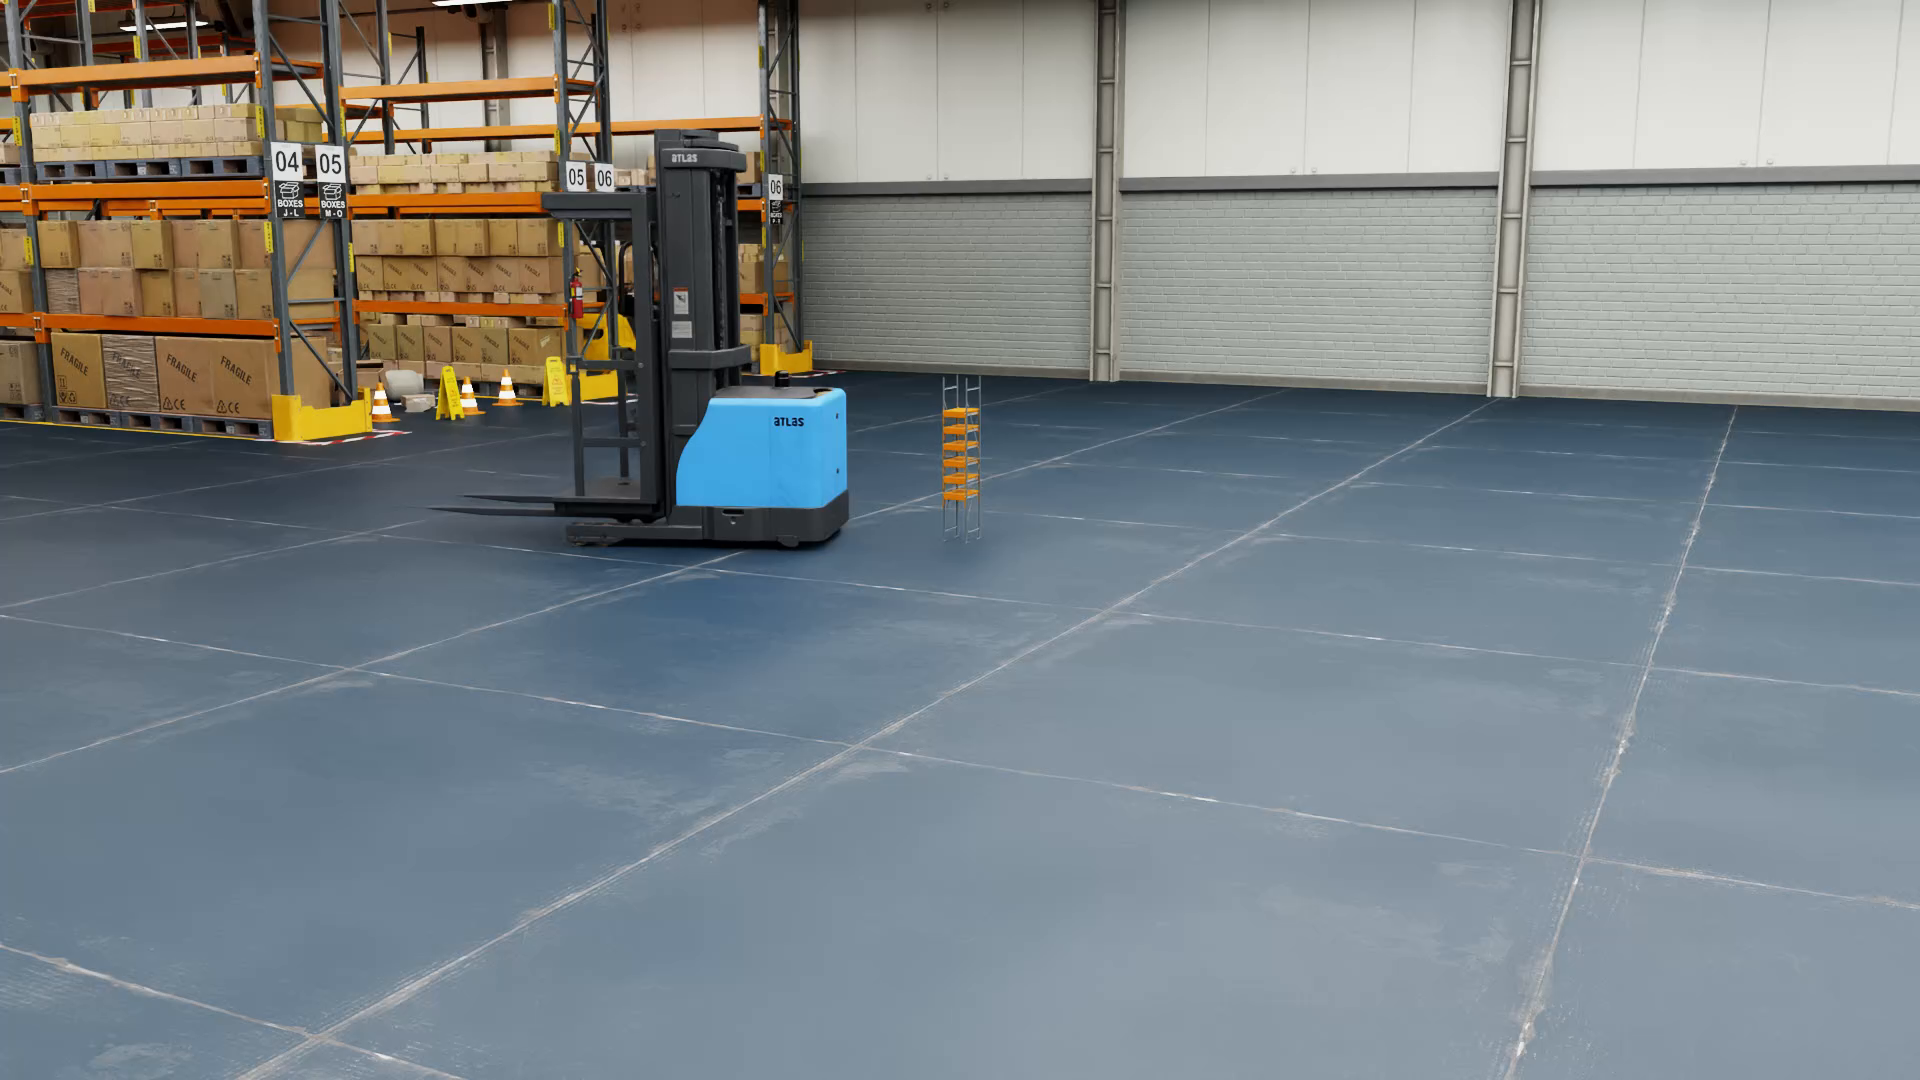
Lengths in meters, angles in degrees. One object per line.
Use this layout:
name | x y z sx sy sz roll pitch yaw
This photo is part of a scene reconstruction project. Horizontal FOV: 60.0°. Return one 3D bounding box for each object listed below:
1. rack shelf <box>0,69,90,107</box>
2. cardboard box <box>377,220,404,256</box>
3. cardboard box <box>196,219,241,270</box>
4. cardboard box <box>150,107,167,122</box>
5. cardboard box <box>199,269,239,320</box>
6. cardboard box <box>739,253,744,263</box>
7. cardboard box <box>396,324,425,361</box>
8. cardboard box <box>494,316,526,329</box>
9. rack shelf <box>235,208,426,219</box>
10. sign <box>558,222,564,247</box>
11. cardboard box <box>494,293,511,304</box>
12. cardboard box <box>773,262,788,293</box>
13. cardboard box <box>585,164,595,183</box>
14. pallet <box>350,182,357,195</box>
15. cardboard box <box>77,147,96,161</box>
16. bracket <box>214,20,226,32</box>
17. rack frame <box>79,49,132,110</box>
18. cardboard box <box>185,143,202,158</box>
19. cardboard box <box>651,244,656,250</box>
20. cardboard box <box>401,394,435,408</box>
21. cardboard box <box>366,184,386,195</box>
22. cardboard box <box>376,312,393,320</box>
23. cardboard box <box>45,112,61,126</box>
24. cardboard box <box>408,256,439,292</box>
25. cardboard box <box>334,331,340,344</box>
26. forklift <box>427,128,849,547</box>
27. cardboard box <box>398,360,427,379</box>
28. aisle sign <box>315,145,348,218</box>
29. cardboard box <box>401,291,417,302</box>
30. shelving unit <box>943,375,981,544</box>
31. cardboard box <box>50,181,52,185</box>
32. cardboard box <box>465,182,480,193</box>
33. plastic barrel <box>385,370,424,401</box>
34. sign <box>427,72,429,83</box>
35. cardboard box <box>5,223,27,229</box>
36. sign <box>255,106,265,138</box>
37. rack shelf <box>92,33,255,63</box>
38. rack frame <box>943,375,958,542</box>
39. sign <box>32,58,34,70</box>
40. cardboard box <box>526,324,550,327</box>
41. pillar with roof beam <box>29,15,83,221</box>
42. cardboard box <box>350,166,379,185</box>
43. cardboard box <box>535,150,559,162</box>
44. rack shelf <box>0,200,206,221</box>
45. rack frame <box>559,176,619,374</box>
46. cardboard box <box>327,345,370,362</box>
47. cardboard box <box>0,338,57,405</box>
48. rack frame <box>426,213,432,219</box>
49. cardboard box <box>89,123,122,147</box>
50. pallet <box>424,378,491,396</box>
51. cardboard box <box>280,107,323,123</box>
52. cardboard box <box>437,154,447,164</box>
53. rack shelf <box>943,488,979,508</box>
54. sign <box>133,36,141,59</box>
rack shelf | -12.563 -5.531 20.664 4.000 0.370 1.077 5 11 26
cardboard box | -7.923 -4.345 23.891 0.500 0.500 0.700 5 11 26
cardboard box | -8.032 -3.326 18.730 0.550 0.550 0.875 5 11 26
cardboard box | -8.775 -4.730 18.525 0.250 0.149 0.380 5 11 25
cardboard box | -8.038 -2.792 18.815 0.550 0.550 0.875 5 11 26
cardboard box | -3.567 -4.615 27.202 0.250 0.149 0.380 5 12 27
cardboard box | -7.775 -2.863 24.063 0.500 0.500 0.500 6 12 28
cardboard box | -6.276 -3.037 23.200 0.250 0.149 0.380 5 12 27
rack shelf | -11.858 -6.158 31.431 4.000 0.370 1.077 5 11 26
sign | -5.347 -4.093 22.286 0.005 0.325 0.100 5 11 26
cardboard box | -6.254 -3.368 23.123 0.250 0.149 0.380 5 12 27
cardboard box | -3.212 -4.381 27.732 0.500 0.500 0.500 5 12 28
cardboard box | -5.416 -5.086 23.072 0.500 0.250 0.500 5 11 25
pallet | -9.177 -5.220 24.752 1.003 0.211 1.213 5 11 26
cardboard box | -9.913 -4.437 19.148 0.250 0.149 0.380 5 11 25
bracket | -14.406 -10.092 32.616 0.430 0.232 0.235 5 11 26
rack frame | -17.239 -8.461 33.712 0.127 3.000 1.000 5 11 26
cardboard box | -8.314 -4.297 18.373 0.250 0.149 0.380 5 11 26
cardboard box | -5.132 -4.917 28.037 0.250 0.149 0.380 5 11 26
cardboard box | -7.152 -1.833 21.940 0.380 0.149 0.250 -7 12 -33
cardboard box | -8.290 -5.029 23.877 0.250 0.149 0.380 5 11 26
cardboard box | -10.619 -4.173 30.882 0.250 0.149 0.380 4 11 23
cardboard box | -10.364 -4.869 19.297 0.250 0.149 0.380 5 11 25
cardboard box | -7.494 -3.809 23.739 0.500 0.500 0.500 5 11 25
cardboard box | -11.453 -3.936 31.395 0.500 0.500 0.500 6 12 28
forklift | -2.402 -1.485 12.204 3.031 2.935 1.130 1 10 7
cardboard box | -7.777 -2.494 24.130 0.500 0.250 0.500 6 12 29
aisle sign | -6.986 -3.978 18.488 0.004 0.787 0.394 5 11 26
cardboard box | -7.822 -3.518 23.951 0.250 0.149 0.380 5 12 28
shelving unit | 0.013 -0.589 12.117 0.189 1.200 0.258 5 11 26
cardboard box | -14.865 -5.813 26.979 0.250 0.166 0.380 4 11 22
cardboard box | -6.663 -4.896 23.144 0.250 0.149 0.380 5 11 24
plastic barrel | -7.605 -2.108 22.691 0.512 0.421 0.421 -4 11 -23
sign | -9.822 -8.457 30.623 0.005 0.325 0.100 5 11 26
cardboard box | -16.013 -5.327 28.334 0.250 0.149 0.380 5 11 25
sign | -7.435 -4.444 17.674 0.005 0.325 0.100 5 11 26
rack shelf | -15.445 -9.585 32.609 4.000 0.370 1.077 5 11 26
rack frame | -0.069 -0.596 12.157 0.006 1.200 0.240 5 11 26
sign | -15.615 -7.939 27.982 0.005 0.325 0.100 5 11 26
cardboard box | -6.177 -2.828 23.868 0.500 0.500 0.500 5 11 24
pillar with roof beam | -21.163 -8.130 31.882 0.548 9.000 9.100 5 11 26
cardboard box | -8.397 -5.241 23.926 0.500 0.250 0.500 5 11 25
cardboard box | -5.517 -5.179 22.469 0.250 0.149 0.380 5 11 26
rack shelf | -14.051 -5.365 27.049 4.000 0.370 1.077 5 11 26
rack frame | -5.083 -3.455 22.898 0.127 3.000 1.000 5 11 26
cardboard box | -9.142 -2.725 25.063 0.625 0.372 0.950 5 11 27
cardboard box | -11.366 -2.106 20.581 0.750 0.750 1.050 5 11 26
rack frame | -10.064 -4.879 30.763 0.127 3.000 1.000 5 11 26
cardboard box | -9.549 -4.614 19.004 0.500 0.250 0.500 5 11 25
pallet | -6.954 -2.255 24.097 1.213 0.211 1.003 5 11 26
cardboard box | -7.341 -4.734 18.550 0.250 0.149 0.380 5 11 26
cardboard box | -7.102 -5.329 23.295 0.250 0.149 0.380 5 12 27
rack shelf | 0.013 -0.309 12.168 0.180 0.103 0.258 5 11 26
sign | -12.500 -7.486 25.259 0.005 0.325 0.100 5 11 26
